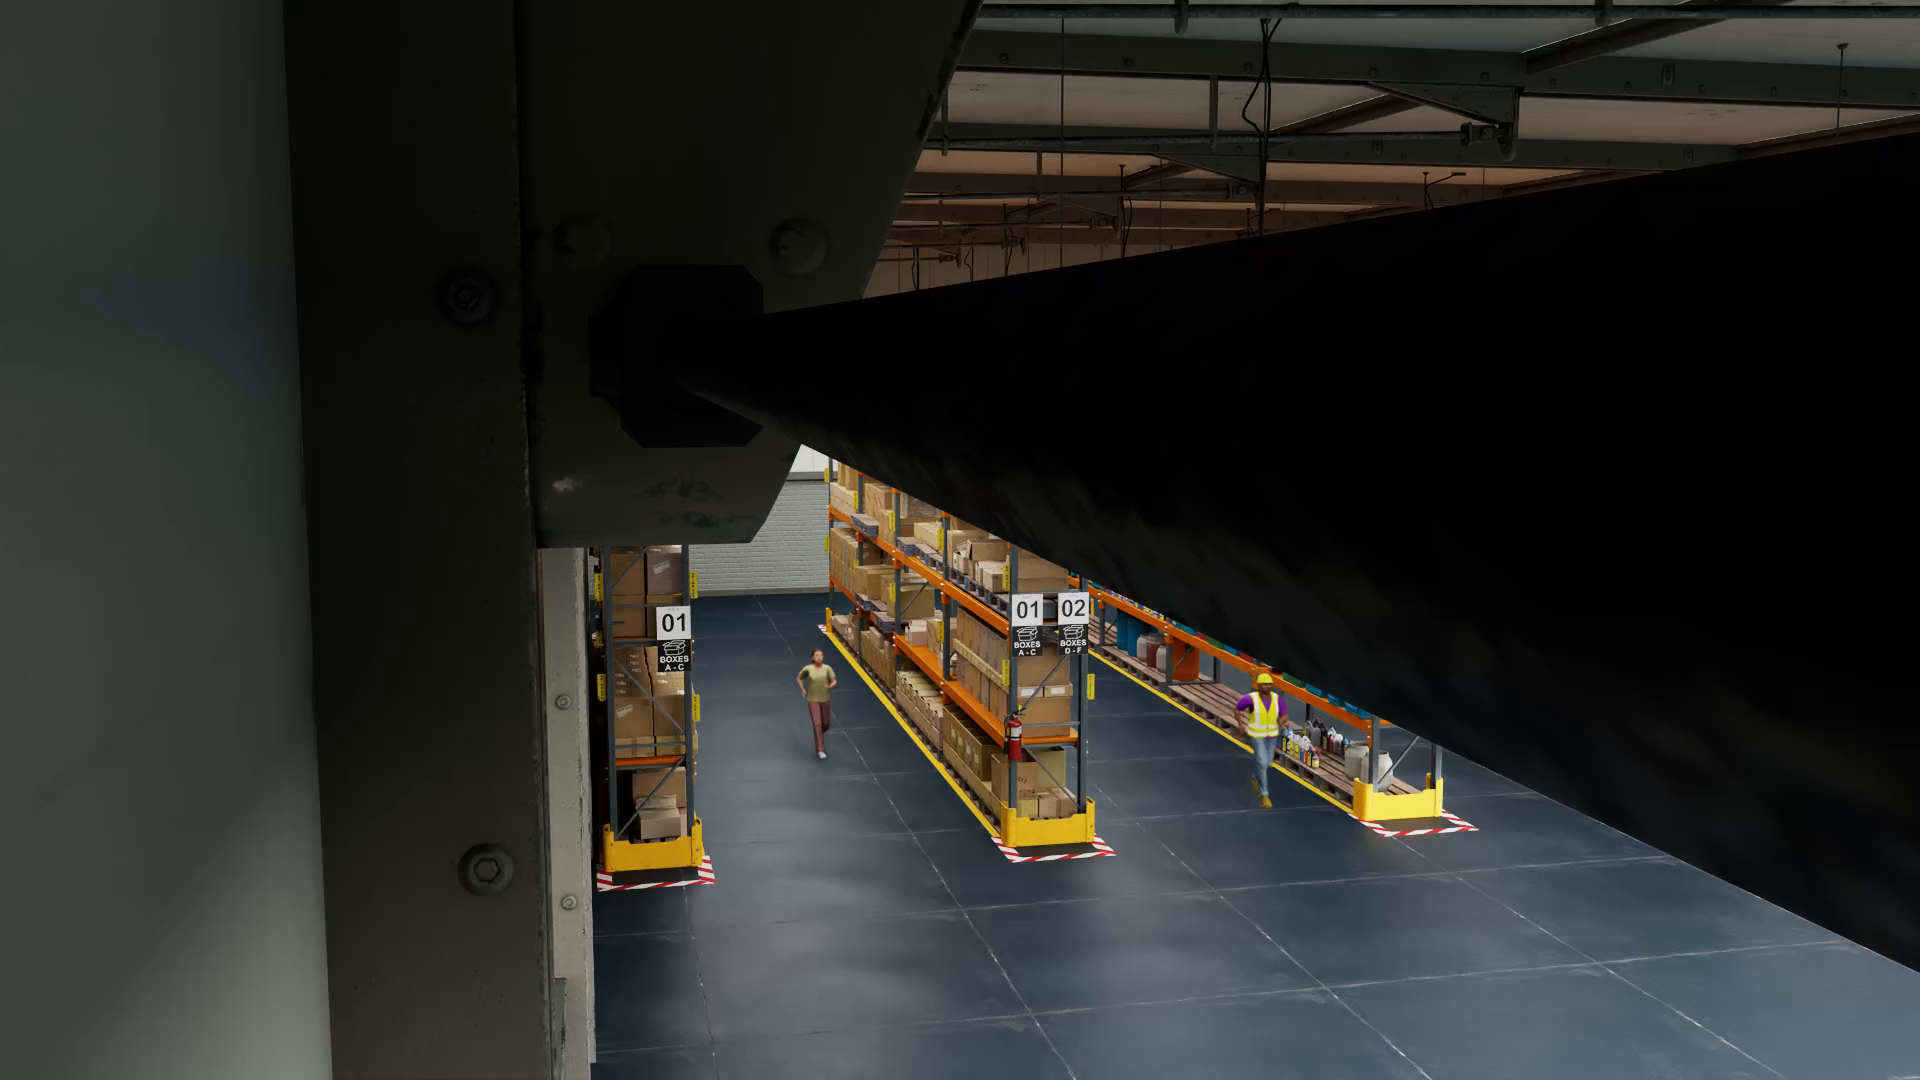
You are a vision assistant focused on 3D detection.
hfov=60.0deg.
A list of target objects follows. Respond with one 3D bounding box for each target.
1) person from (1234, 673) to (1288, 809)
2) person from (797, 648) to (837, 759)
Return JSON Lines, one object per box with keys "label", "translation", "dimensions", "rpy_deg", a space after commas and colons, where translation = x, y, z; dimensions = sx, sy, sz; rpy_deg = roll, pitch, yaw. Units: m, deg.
{"label": "person", "translation": [4.185, 2.722, 22.971], "dimensions": [0.698, 1.794, 0.863], "rpy_deg": [-2, 7, -15]}
{"label": "person", "translation": [-2.182, 2.471, 25.565], "dimensions": [0.586, 1.645, 0.914], "rpy_deg": [-2, 7, -18]}
